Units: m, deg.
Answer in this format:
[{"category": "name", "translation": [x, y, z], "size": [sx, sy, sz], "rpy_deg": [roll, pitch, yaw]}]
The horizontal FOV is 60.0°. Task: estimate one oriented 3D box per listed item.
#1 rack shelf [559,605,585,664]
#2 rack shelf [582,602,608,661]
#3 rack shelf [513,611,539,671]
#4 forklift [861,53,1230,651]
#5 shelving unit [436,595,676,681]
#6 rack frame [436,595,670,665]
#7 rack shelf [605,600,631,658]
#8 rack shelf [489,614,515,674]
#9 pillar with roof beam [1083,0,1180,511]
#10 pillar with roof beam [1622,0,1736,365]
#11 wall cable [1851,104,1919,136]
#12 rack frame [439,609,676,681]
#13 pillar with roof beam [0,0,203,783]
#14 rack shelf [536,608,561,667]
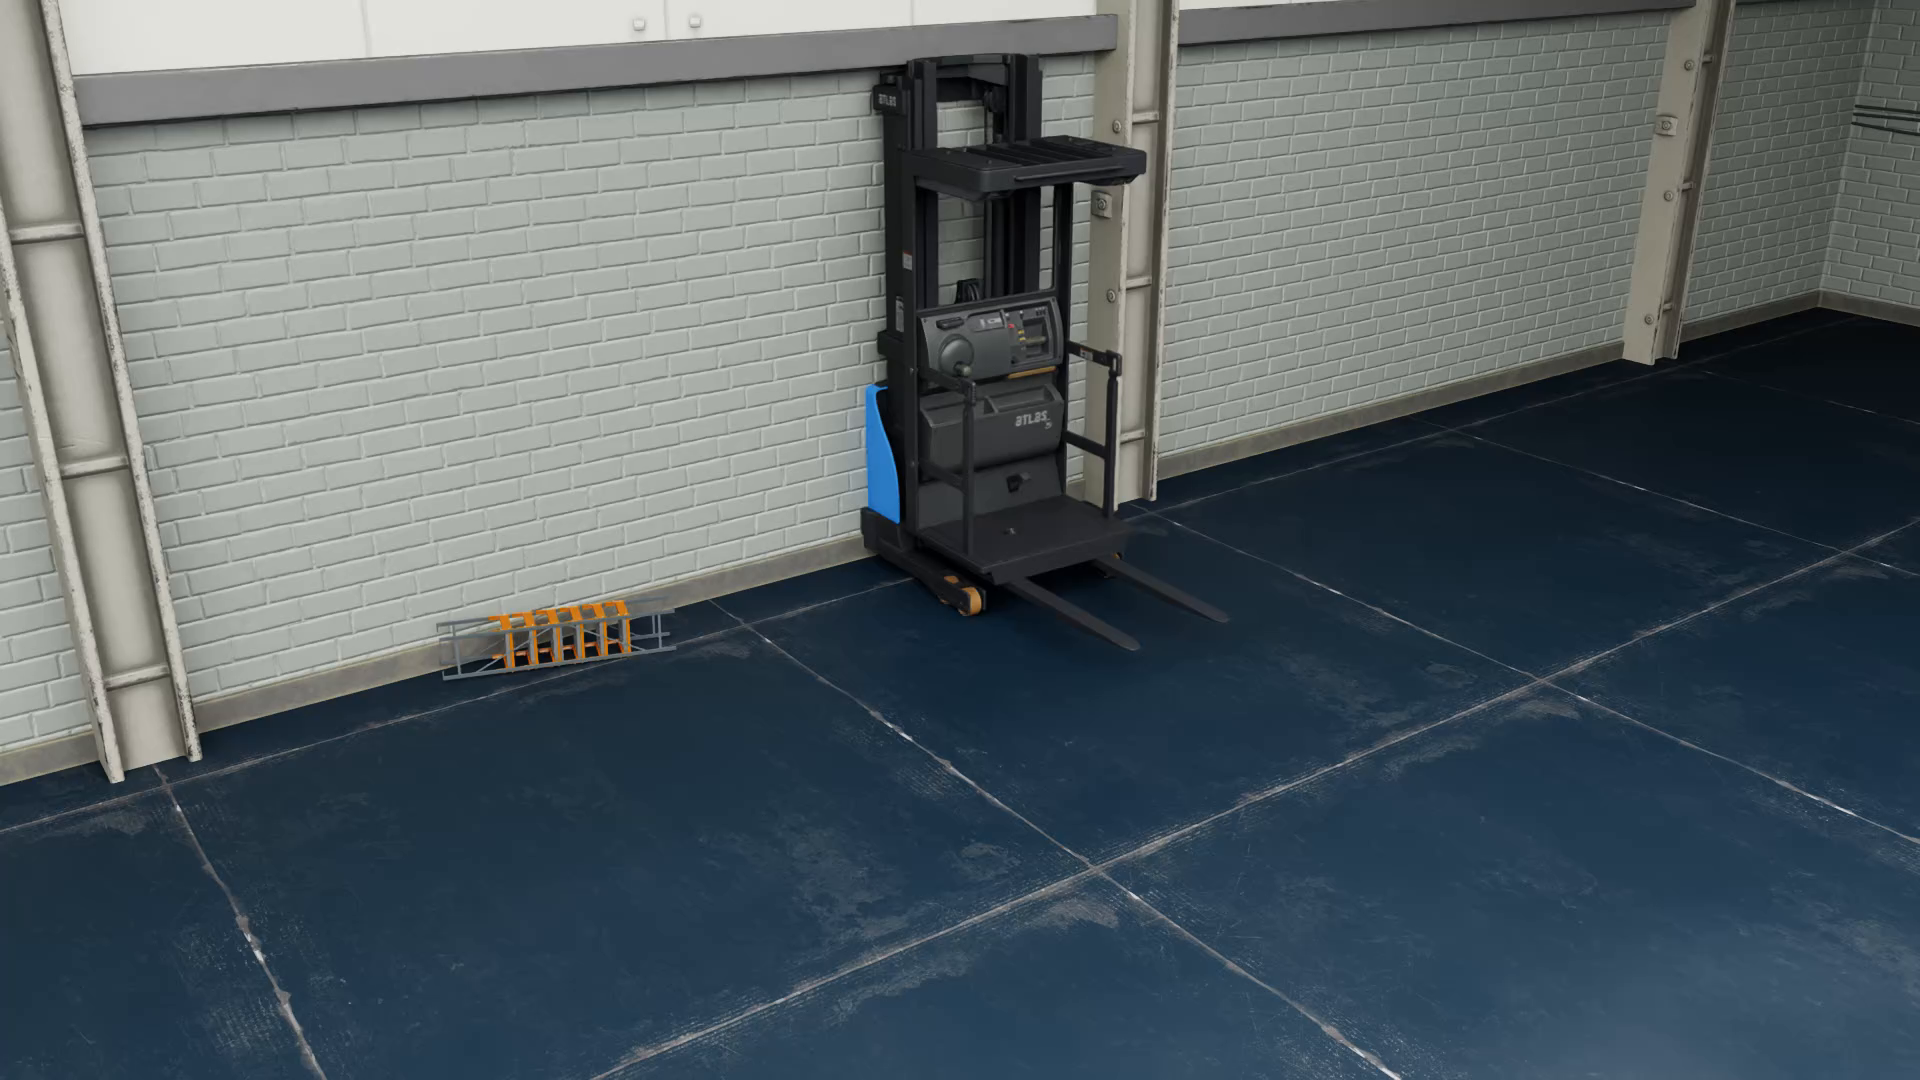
[{"category": "rack shelf", "translation": [-2.041, 0.500, 8.771], "size": [0.103, 0.258, 0.180], "rpy_deg": [-7, 24, -19]}, {"category": "rack shelf", "translation": [-1.929, 0.487, 8.811], "size": [0.103, 0.258, 0.180], "rpy_deg": [-7, 24, -19]}, {"category": "rack shelf", "translation": [-2.266, 0.526, 8.692], "size": [0.103, 0.258, 0.180], "rpy_deg": [-7, 24, -19]}, {"category": "forklift", "translation": [0.308, -1.133, 9.282], "size": [1.130, 2.935, 3.031], "rpy_deg": [-14, 26, -31]}, {"category": "shelving unit", "translation": [-2.112, 0.509, 8.746], "size": [1.200, 0.258, 0.189], "rpy_deg": [-7, 24, -19]}, {"category": "rack frame", "translation": [-2.144, 0.475, 8.825], "size": [1.200, 0.240, 0.006], "rpy_deg": [-7, 24, -19]}, {"category": "rack shelf", "translation": [-1.816, 0.474, 8.850], "size": [0.103, 0.258, 0.180], "rpy_deg": [-7, 24, -19]}, {"category": "rack shelf", "translation": [-2.379, 0.540, 8.652], "size": [0.103, 0.258, 0.180], "rpy_deg": [-7, 24, -19]}, {"category": "pillar with roof beam", "translation": [3.576, -3.158, 6.168], "size": [0.400, 9.000, 9.100], "rpy_deg": [-15, 26, -33]}, {"category": "pillar with roof beam", "translation": [8.446, -4.457, 9.423], "size": [0.400, 9.000, 9.100], "rpy_deg": [-15, 26, -33]}, {"category": "wall cable", "translation": [9.096, -4.549, 13.845], "size": [0.112, 2.526, 3.097], "rpy_deg": [-15, 26, -33]}, {"category": "rack frame", "translation": [-2.080, 0.542, 8.667], "size": [1.200, 0.240, 0.006], "rpy_deg": [-7, 24, -19]}, {"category": "pillar with roof beam", "translation": [-1.295, -1.859, 2.914], "size": [0.400, 9.000, 9.100], "rpy_deg": [-15, 26, -33]}, {"category": "rack shelf", "translation": [-2.154, 0.513, 8.731], "size": [0.103, 0.258, 0.180], "rpy_deg": [-7, 24, -19]}]
